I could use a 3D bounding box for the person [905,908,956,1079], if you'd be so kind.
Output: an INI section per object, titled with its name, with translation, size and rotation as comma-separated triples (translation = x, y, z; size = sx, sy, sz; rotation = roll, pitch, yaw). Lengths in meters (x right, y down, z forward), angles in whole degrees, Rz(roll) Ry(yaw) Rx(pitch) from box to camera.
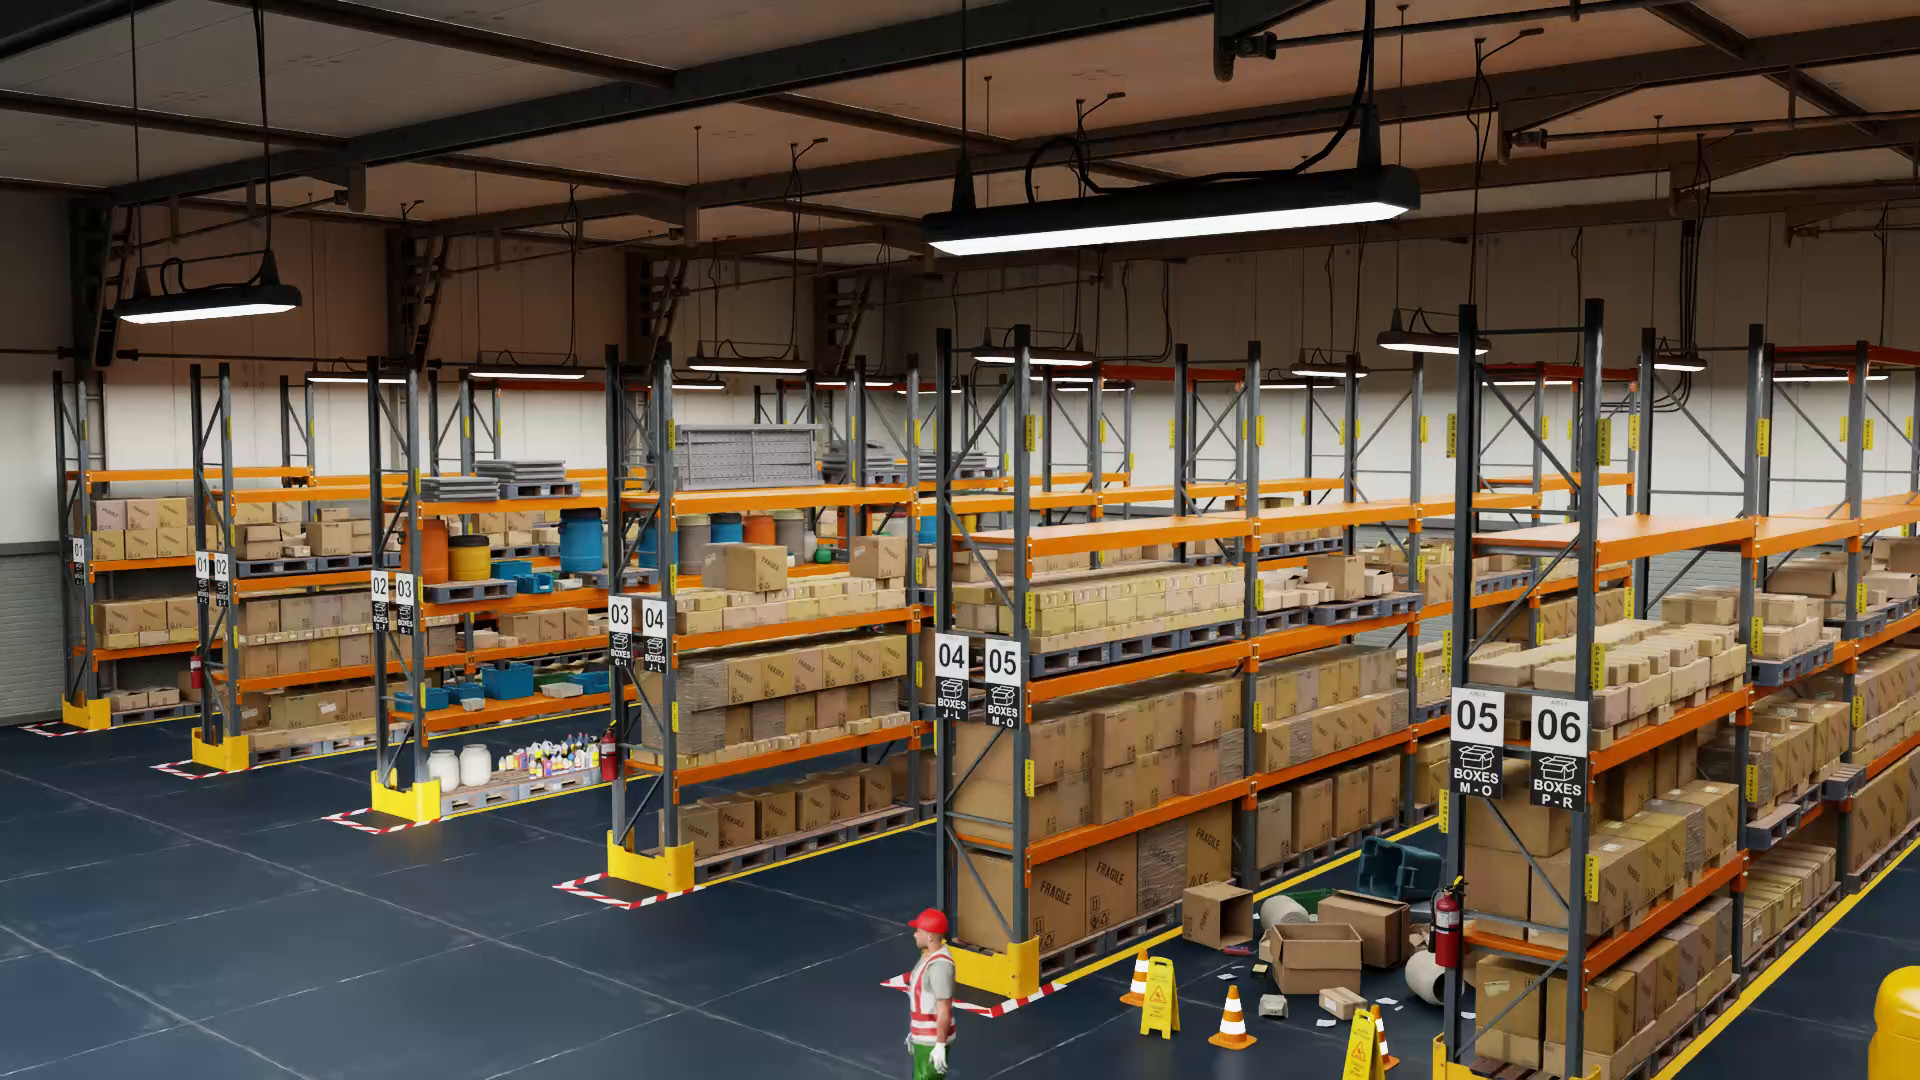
[person]
translation = -0.222, 3.457, 11.423
size = 0.378, 1.833, 0.599
rotation = 0, 4, -5
